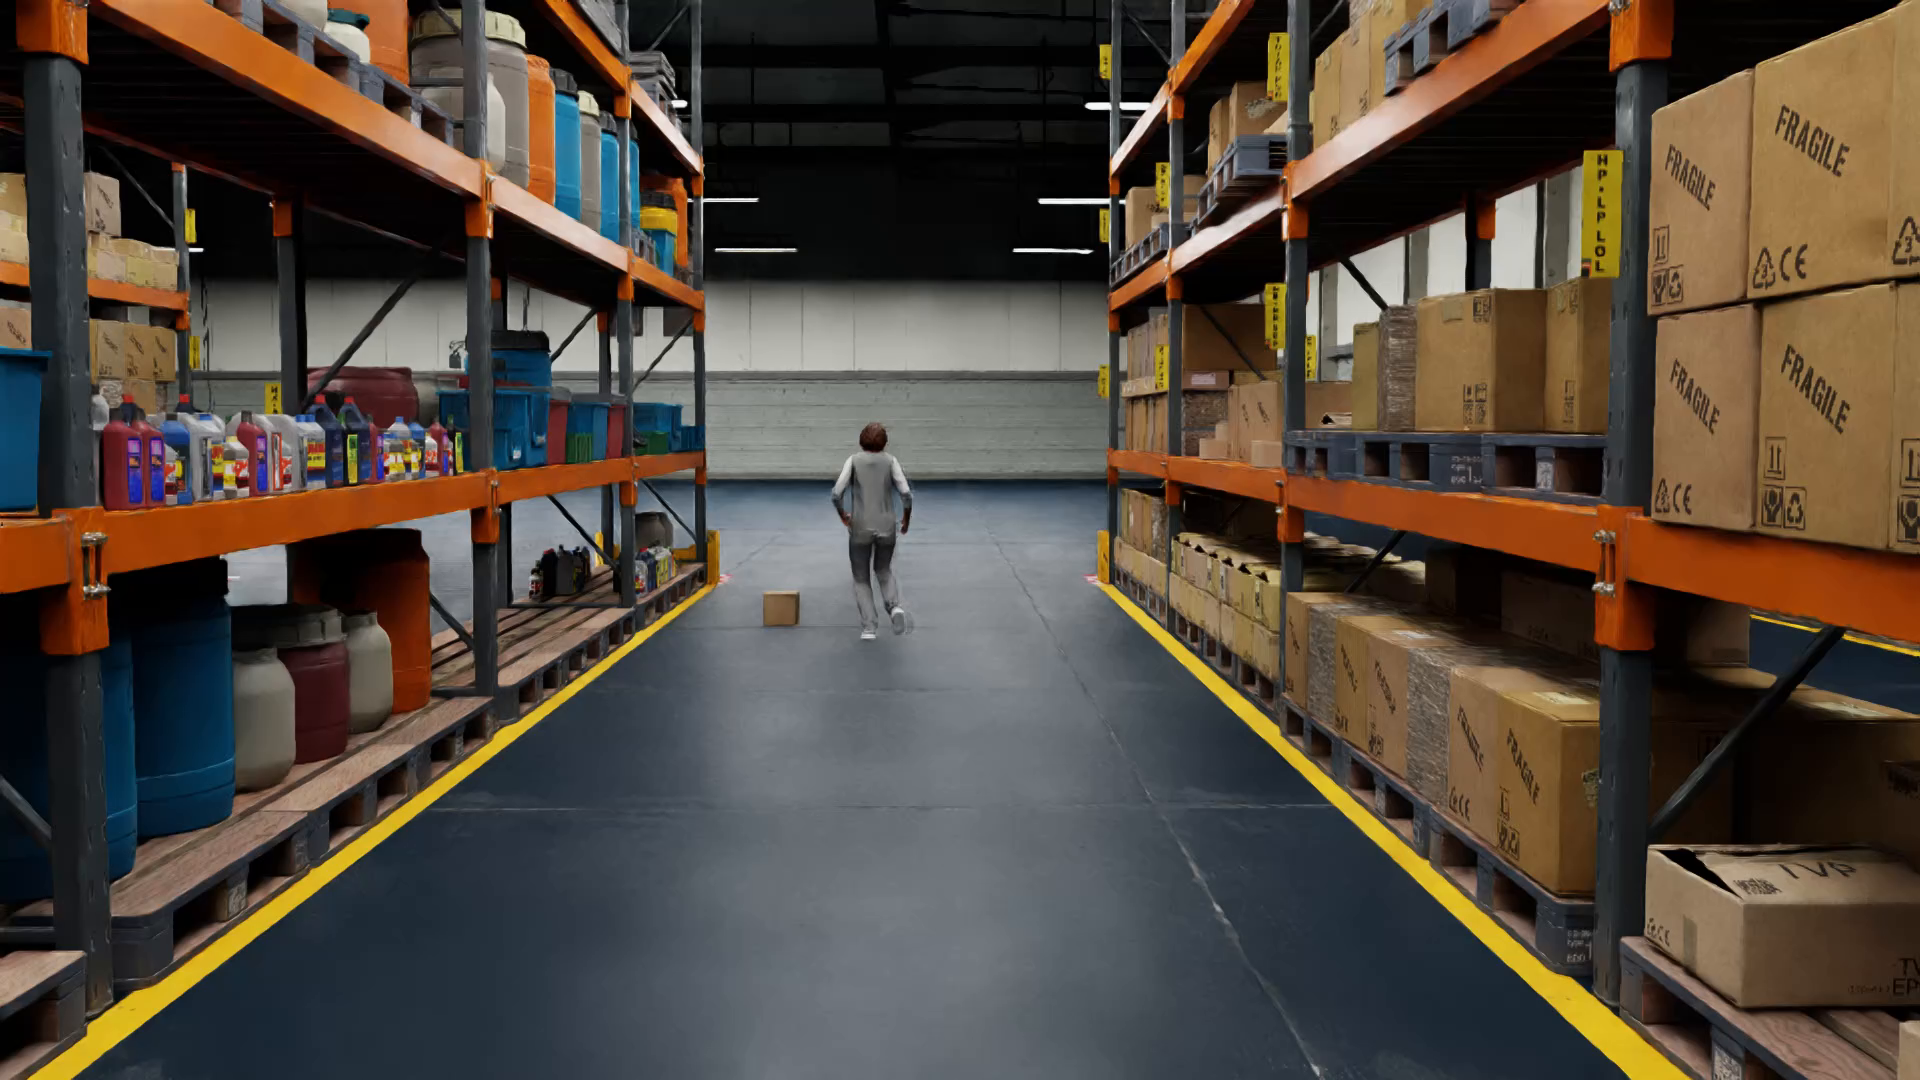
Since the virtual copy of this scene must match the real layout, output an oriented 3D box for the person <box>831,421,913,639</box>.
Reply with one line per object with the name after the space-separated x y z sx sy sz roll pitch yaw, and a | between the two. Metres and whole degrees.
-0.651 -0.066 11.908 0.569 1.566 0.434 -1 4 -15 | person
